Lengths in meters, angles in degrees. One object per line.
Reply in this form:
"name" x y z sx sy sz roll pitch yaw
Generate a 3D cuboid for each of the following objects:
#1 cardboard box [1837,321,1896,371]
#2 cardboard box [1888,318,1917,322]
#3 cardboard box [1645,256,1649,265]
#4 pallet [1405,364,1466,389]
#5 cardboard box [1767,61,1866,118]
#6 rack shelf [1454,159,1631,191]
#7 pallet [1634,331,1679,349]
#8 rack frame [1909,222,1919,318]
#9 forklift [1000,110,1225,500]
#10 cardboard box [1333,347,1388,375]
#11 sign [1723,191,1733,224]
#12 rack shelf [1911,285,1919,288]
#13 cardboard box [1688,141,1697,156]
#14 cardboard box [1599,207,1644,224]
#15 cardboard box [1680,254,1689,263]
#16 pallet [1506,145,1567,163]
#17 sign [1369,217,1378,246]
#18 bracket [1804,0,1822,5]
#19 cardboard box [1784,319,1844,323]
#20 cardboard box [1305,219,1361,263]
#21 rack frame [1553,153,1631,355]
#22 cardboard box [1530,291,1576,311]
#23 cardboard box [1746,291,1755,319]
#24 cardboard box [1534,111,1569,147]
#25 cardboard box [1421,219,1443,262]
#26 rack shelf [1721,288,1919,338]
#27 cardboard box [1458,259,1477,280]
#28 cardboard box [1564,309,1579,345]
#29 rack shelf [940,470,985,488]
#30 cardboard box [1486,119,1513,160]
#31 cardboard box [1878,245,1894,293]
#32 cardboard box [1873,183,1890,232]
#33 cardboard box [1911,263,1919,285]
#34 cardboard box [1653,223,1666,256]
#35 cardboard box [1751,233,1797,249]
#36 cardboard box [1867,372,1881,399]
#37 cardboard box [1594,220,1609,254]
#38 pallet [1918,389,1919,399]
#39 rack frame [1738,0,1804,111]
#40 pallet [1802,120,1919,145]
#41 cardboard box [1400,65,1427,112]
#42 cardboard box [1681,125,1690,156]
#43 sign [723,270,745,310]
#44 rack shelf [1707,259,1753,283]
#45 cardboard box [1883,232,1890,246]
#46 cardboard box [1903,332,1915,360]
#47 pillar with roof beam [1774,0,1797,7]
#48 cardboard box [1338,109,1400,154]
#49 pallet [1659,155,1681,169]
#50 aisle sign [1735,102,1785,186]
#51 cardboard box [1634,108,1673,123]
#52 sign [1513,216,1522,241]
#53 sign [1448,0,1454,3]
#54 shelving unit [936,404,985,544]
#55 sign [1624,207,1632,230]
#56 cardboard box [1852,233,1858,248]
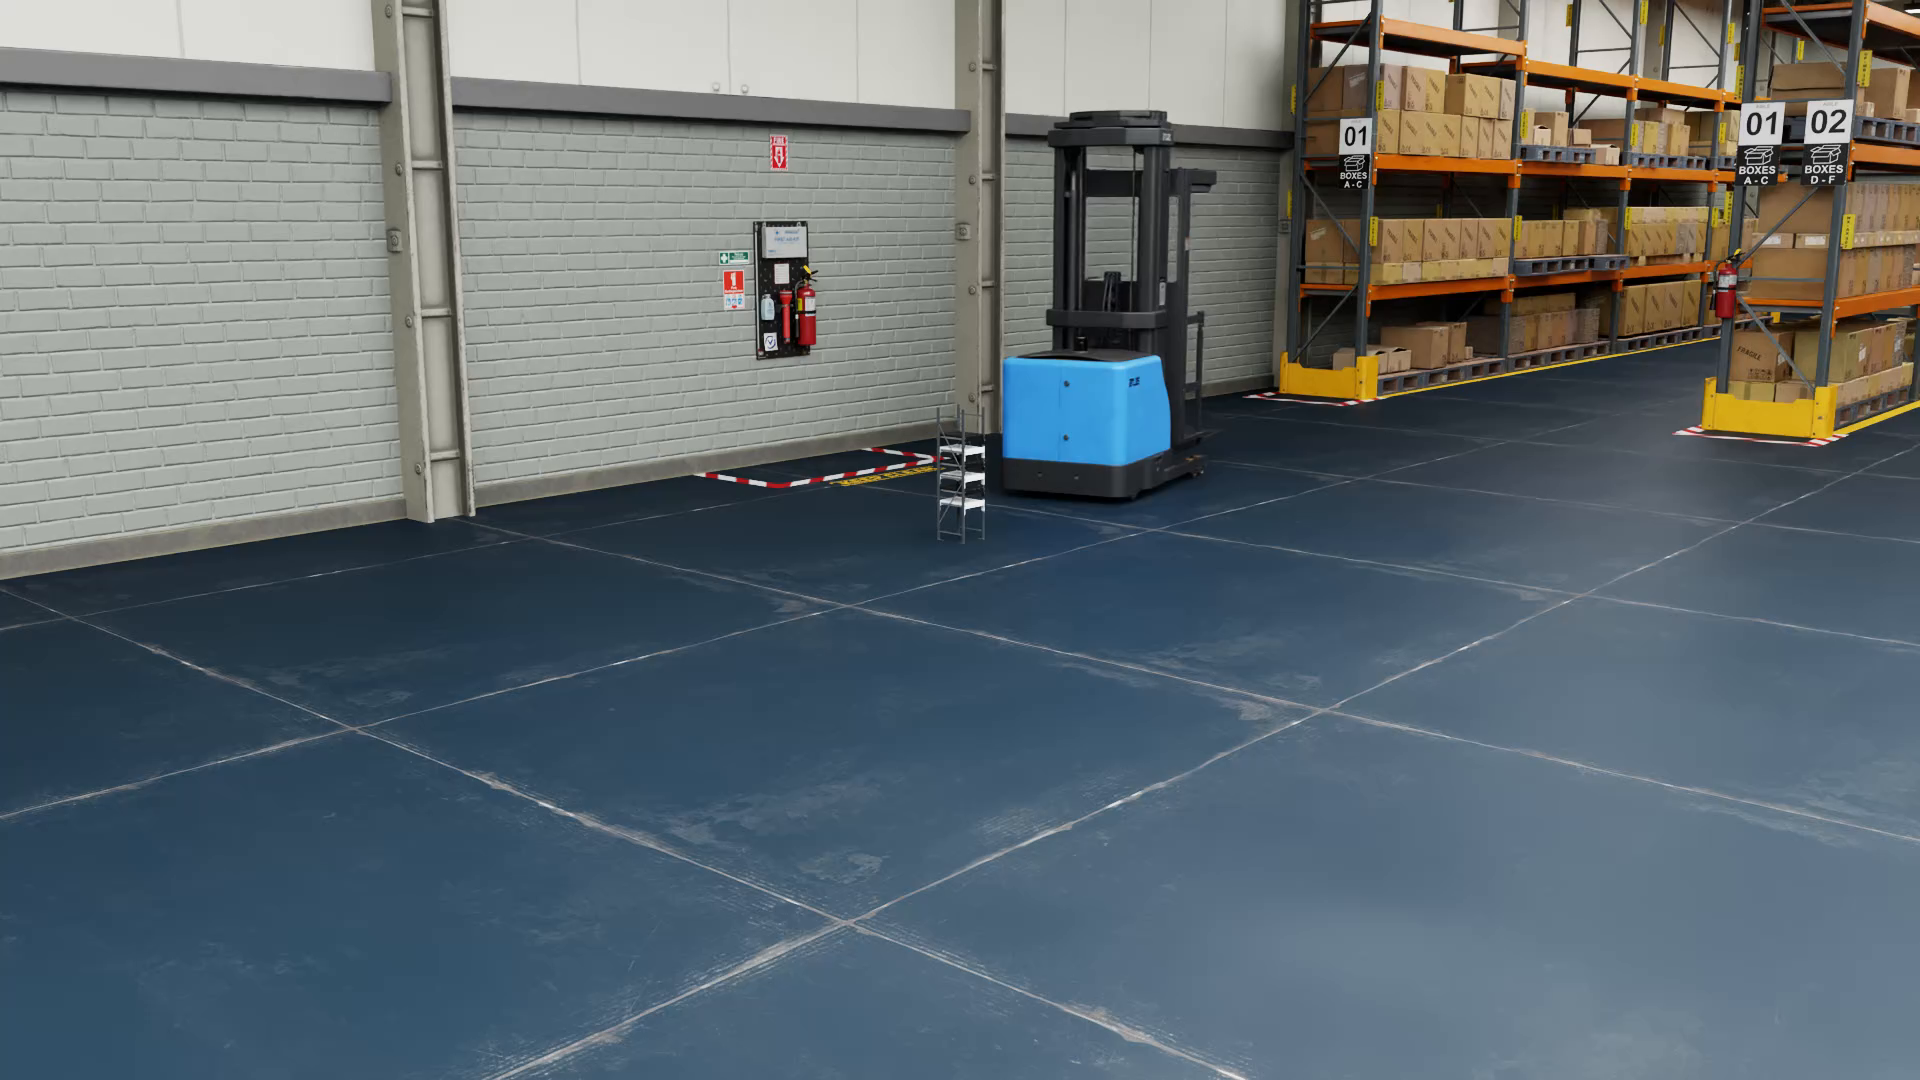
"cardboard box" 9.896 -2.124 18.220 0.500 0.500 0.500 10 15 40
"cardboard box" 12.438 -2.745 21.812 0.500 0.311 0.500 9 15 39
"cardboard box" 10.662 -4.431 26.328 0.380 0.149 0.250 10 15 42
"pallet" 5.758 -2.130 21.337 1.003 0.211 1.213 10 15 40
"cardboard box" 8.446 -4.433 16.395 0.637 0.503 0.797 -11 16 -44
"rack shelf" 8.301 -5.194 23.734 1.077 0.370 4.000 10 15 40
"pallet" 11.003 -3.287 27.130 1.003 0.211 1.213 10 15 40
"rack frame" 13.344 -3.730 22.226 1.000 3.000 0.127 10 15 40
"forklift" 1.425 -1.987 13.676 1.130 2.935 3.031 6 13 26
"cardboard box" 4.864 -2.180 20.209 0.500 0.311 0.500 8 14 34
"sign" 7.665 -3.309 16.558 0.100 0.325 0.005 10 15 40
"rack shelf" 12.024 -3.083 20.824 1.077 0.370 4.000 10 15 40
"cardboard box" 12.537 -6.742 28.703 0.500 0.250 0.500 10 15 41
"cardboard box" 10.133 -4.980 25.505 0.500 0.250 0.500 10 15 42
"cardboard box" 11.767 -4.639 27.372 0.380 0.149 0.250 10 15 40
"pallet" 7.468 -5.237 22.594 1.213 0.211 1.003 10 15 40
"sign" 4.748 -3.547 19.102 0.100 0.325 0.005 10 15 40
"bracket" 17.749 -11.040 34.319 0.076 0.066 3.189 10 15 40
"cardboard box" 9.503 -2.192 18.559 0.500 0.500 0.500 10 15 40
"cardboard box" 4.491 -3.593 19.962 0.500 0.500 0.500 10 15 40
"rack frame" 9.621 -4.370 25.430 1.000 3.000 0.127 10 15 40
"cardboard box" 8.761 -3.539 24.615 0.500 0.250 0.500 10 15 41
"cardboard box" 14.185 -4.337 30.578 0.700 0.500 0.500 10 15 40
"cardboard box" 8.216 -5.759 23.399 0.500 0.500 0.500 9 14 38
"cardboard box" 5.560 -3.675 20.368 0.500 0.500 0.500 9 14 39
"rack shelf" 9.384 -2.494 17.877 1.077 0.370 4.000 10 15 40
"cardboard box" 6.240 -3.460 21.209 0.500 0.250 0.500 10 15 40
"cardboard box" 8.757 -3.186 24.764 0.700 0.500 0.500 10 15 40
"rack shelf" 0.005 -0.410 11.136 0.258 0.077 0.200 10 15 40
"cardboard box" 6.831 -5.204 21.644 0.500 0.500 0.500 10 15 42
"cardboard box" 9.738 -2.972 18.180 0.700 0.500 0.500 10 15 41
"cardboard box" 9.422 -3.539 17.703 0.700 0.500 0.500 10 15 40
"cardboard box" 10.996 -3.146 19.686 0.500 0.250 0.500 11 16 44
"cardboard box" 10.815 -4.761 26.326 0.500 0.500 0.500 10 15 40
"cardboard box" 8.173 -3.001 16.665 0.380 0.149 0.250 9 15 39
"cardboard box" 9.576 -1.681 17.917 0.500 0.250 0.500 10 15 40
"cardboard box" 9.318 -4.564 25.025 0.700 0.500 0.500 8 14 34
"pallet" 11.161 -1.887 20.121 1.003 0.211 1.213 10 15 40
"rack frame" 14.902 -8.489 30.736 1.000 3.000 0.127 10 15 40
"pallet" 9.355 -4.261 17.455 1.003 0.211 1.213 10 15 40
"cardboard box" 5.146 -5.305 19.597 0.500 0.500 0.500 10 15 40
"cardboard box" 11.598 -6.579 27.453 0.700 0.500 0.500 9 14 37
"sign" -1.911 -2.116 14.054 0.001 0.329 0.234 10 15 40
"rack shelf" 13.582 -4.900 29.921 1.077 0.370 4.000 10 15 40
"cardboard box" 9.673 -3.215 17.736 0.380 0.149 0.250 10 15 42
"cardboard box" 11.164 -2.302 19.596 0.500 0.311 0.500 10 15 41
"pillar with roof beam" 19.412 -11.365 29.785 8.718 2.987 0.548 10 15 40
"cardboard box" 4.749 -4.739 19.316 0.500 0.500 0.500 10 15 42
"pallet" 10.742 -6.014 26.489 1.003 0.211 1.213 11 16 43
"aisle sign" 7.800 -3.856 16.221 0.394 0.787 0.004 10 15 40
"cardboard box" 11.229 -6.866 26.977 0.500 0.250 0.500 9 15 39
"sign" 7.393 -4.137 22.054 0.100 0.325 0.005 10 15 40
"sign" 6.560 -7.330 22.144 0.100 0.325 0.005 10 15 40
"shelving unit" 0.005 -0.442 11.129 0.258 0.900 0.210 10 15 40
"sign" 10.035 -4.830 24.980 0.100 0.325 0.005 10 15 40
"cardboard box" 8.822 -3.025 16.789 0.380 0.149 0.250 10 15 41
